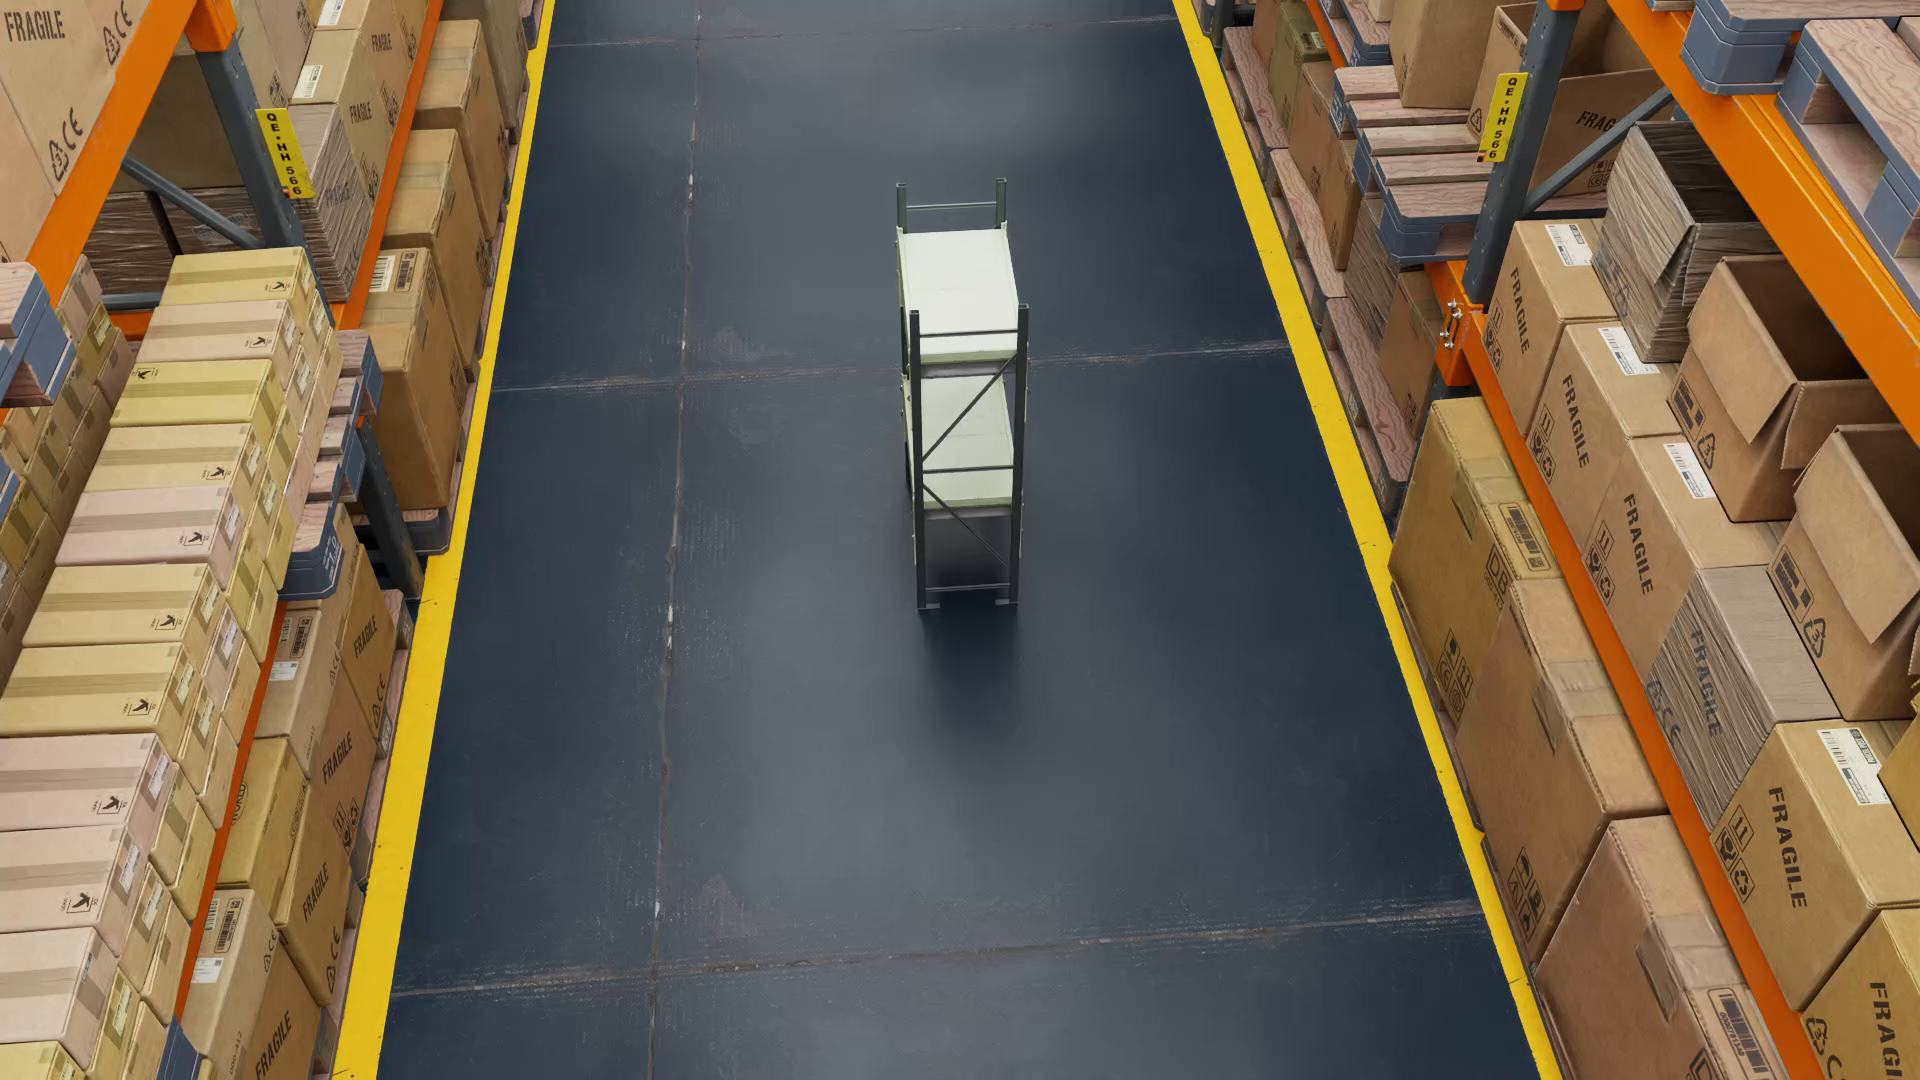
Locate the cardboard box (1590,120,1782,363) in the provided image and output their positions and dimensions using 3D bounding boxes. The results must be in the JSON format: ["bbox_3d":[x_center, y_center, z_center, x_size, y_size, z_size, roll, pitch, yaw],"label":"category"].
[{"bbox_3d":[2.335,-0.878,4.892,0.797,0.503,0.637,-2,47,-2],"label":"cardboard box"}]

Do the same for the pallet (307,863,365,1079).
[{"bbox_3d":[-2.498,1.605,5.221,1.003,0.211,1.213,-3,47,-3],"label":"pallet"}]

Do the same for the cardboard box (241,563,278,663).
[{"bbox_3d":[-2.079,0.212,4.504,0.380,0.149,0.250,-5,47,-5],"label":"cardboard box"}]

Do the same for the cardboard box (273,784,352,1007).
[{"bbox_3d":[-2.245,1.133,5.180,0.500,0.500,0.500,-5,47,-5],"label":"cardboard box"}]

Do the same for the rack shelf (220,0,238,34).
[{"bbox_3d":[-2.828,-3.031,6.121,1.077,0.370,4.000,-3,47,-3],"label":"rack shelf"}]

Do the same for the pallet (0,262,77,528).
[{"bbox_3d":[-2.361,-0.076,2.956,1.213,0.211,1.003,-3,47,-3],"label":"pallet"}]

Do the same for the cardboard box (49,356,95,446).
[{"bbox_3d":[-2.796,-0.402,4.881,0.380,0.149,0.250,-1,47,-1],"label":"cardboard box"}]

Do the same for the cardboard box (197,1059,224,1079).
[{"bbox_3d":[-2.172,1.615,4.207,0.500,0.250,0.500,-2,47,-2],"label":"cardboard box"}]

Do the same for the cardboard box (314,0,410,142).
[{"bbox_3d":[-2.516,-1.908,6.559,0.500,0.500,0.500,-4,47,-3],"label":"cardboard box"}]

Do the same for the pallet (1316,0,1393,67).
[{"bbox_3d":[2.084,-2.392,7.218,1.003,0.211,1.213,-3,47,-3],"label":"pallet"}]

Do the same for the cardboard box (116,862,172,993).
[{"bbox_3d":[-1.993,0.863,3.682,0.380,0.149,0.250,-2,47,-2],"label":"cardboard box"}]

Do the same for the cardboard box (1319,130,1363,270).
[{"bbox_3d":[2.101,-1.614,7.768,0.700,0.500,0.500,0,47,0],"label":"cardboard box"}]

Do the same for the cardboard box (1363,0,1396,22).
[{"bbox_3d":[1.882,-2.317,6.818,0.396,0.266,0.258,-5,47,-4],"label":"cardboard box"}]

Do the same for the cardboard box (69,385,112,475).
[{"bbox_3d":[-2.802,-0.328,5.015,0.380,0.149,0.250,-1,47,-1],"label":"cardboard box"}]

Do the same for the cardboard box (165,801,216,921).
[{"bbox_3d":[-2.015,0.778,3.967,0.380,0.149,0.250,-4,47,-4],"label":"cardboard box"}]

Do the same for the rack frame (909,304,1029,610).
[{"bbox_3d":[0.030,-0.256,6.096,0.400,1.500,0.023,-3,47,-3],"label":"rack frame"}]

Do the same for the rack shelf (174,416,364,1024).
[{"bbox_3d":[-2.493,0.894,4.469,1.077,0.370,4.000,-3,47,-3],"label":"rack shelf"}]

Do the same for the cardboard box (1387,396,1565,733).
[{"bbox_3d":[2.327,0.058,5.940,1.225,0.875,0.875,-5,47,-5],"label":"cardboard box"}]

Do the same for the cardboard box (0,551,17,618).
[{"bbox_3d":[-2.729,0.153,4.354,0.380,0.149,0.250,-3,47,-3],"label":"cardboard box"}]

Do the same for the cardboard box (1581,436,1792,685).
[{"bbox_3d":[2.152,0.049,4.706,0.500,0.500,0.500,-4,47,-4],"label":"cardboard box"}]

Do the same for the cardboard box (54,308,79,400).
[{"bbox_3d":[-2.790,-0.522,4.789,0.380,0.149,0.250,-5,47,-4],"label":"cardboard box"}]

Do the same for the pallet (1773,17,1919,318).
[{"bbox_3d":[2.494,-0.724,3.570,1.003,0.211,1.213,-2,47,-1],"label":"pallet"}]

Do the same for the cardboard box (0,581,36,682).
[{"bbox_3d":[-2.730,0.255,4.463,0.380,0.149,0.250,-2,47,-2],"label":"cardboard box"}]

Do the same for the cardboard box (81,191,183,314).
[{"bbox_3d":[-2.966,-1.144,5.835,0.500,0.500,0.500,-3,47,-3],"label":"cardboard box"}]

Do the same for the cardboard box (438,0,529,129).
[{"bbox_3d":[-2.854,-2.621,8.564,1.050,0.750,0.750,-4,47,-3],"label":"cardboard box"}]

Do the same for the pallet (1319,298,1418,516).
[{"bbox_3d":[2.226,-0.635,7.343,1.003,0.211,1.213,-3,47,-3],"label":"pallet"}]

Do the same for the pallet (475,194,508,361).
[{"bbox_3d":[-2.751,-1.297,7.969,1.003,0.211,1.213,-3,47,-3],"label":"pallet"}]

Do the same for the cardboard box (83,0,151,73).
[{"bbox_3d":[-2.360,-1.468,4.076,0.500,0.500,0.500,-3,47,-3],"label":"cardboard box"}]

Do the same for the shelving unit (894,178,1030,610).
[{"bbox_3d":[-0.001,-0.521,6.347,0.431,1.500,0.755,-3,47,-3],"label":"shelving unit"}]

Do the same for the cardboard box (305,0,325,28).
[{"bbox_3d":[-2.777,-2.241,6.185,0.700,0.500,0.500,-4,47,-4],"label":"cardboard box"}]

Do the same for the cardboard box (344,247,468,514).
[{"bbox_3d":[-2.622,-0.617,6.665,1.050,0.750,0.750,-4,47,-4],"label":"cardboard box"}]

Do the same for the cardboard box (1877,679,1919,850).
[{"bbox_3d":[2.518,0.527,3.561,0.797,0.503,0.637,-3,47,-3],"label":"cardboard box"}]

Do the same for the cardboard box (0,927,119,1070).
[{"bbox_3d":[-1.967,0.950,3.394,0.380,0.149,0.250,-4,47,-4],"label":"cardboard box"}]

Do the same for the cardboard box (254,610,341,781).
[{"bbox_3d":[-2.289,0.501,5.262,0.500,0.250,0.500,-3,47,-3],"label":"cardboard box"}]

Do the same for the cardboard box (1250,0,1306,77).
[{"bbox_3d":[1.985,-2.769,8.861,0.700,0.500,0.500,-7,47,-6],"label":"cardboard box"}]

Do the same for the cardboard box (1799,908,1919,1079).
[{"bbox_3d":[2.279,1.151,3.662,0.500,0.500,0.500,-2,47,-2],"label":"cardboard box"}]

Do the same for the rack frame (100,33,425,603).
[{"bbox_3d":[-2.661,-0.800,5.578,1.000,3.000,0.127,-3,47,-3],"label":"rack frame"}]

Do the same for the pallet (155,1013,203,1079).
[{"bbox_3d":[-2.245,1.598,3.439,1.003,0.211,1.213,-3,47,-3],"label":"pallet"}]

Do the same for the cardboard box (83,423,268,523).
[{"bbox_3d":[-2.096,-0.172,4.457,0.380,0.149,0.250,-2,47,-2],"label":"cardboard box"}]

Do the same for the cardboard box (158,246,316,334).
[{"bbox_3d":[-2.163,-0.736,4.992,0.380,0.149,0.250,-5,47,-5],"label":"cardboard box"}]

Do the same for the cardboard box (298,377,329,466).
[{"bbox_3d":[-2.142,-0.350,5.035,0.380,0.149,0.250,-4,47,-3],"label":"cardboard box"}]

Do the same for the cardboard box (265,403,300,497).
[{"bbox_3d":[-2.117,-0.248,4.734,0.380,0.149,0.250,-2,47,-2],"label":"cardboard box"}]

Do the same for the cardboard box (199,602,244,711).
[{"bbox_3d":[-2.056,0.302,4.213,0.380,0.149,0.250,-2,47,-2],"label":"cardboard box"}]

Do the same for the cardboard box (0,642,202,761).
[{"bbox_3d":[-2.036,0.388,3.927,0.380,0.149,0.250,-2,47,-2],"label":"cardboard box"}]

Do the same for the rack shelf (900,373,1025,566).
[{"bbox_3d":[-0.001,-0.296,6.583,0.431,0.370,0.720,-3,47,-3],"label":"rack shelf"}]
